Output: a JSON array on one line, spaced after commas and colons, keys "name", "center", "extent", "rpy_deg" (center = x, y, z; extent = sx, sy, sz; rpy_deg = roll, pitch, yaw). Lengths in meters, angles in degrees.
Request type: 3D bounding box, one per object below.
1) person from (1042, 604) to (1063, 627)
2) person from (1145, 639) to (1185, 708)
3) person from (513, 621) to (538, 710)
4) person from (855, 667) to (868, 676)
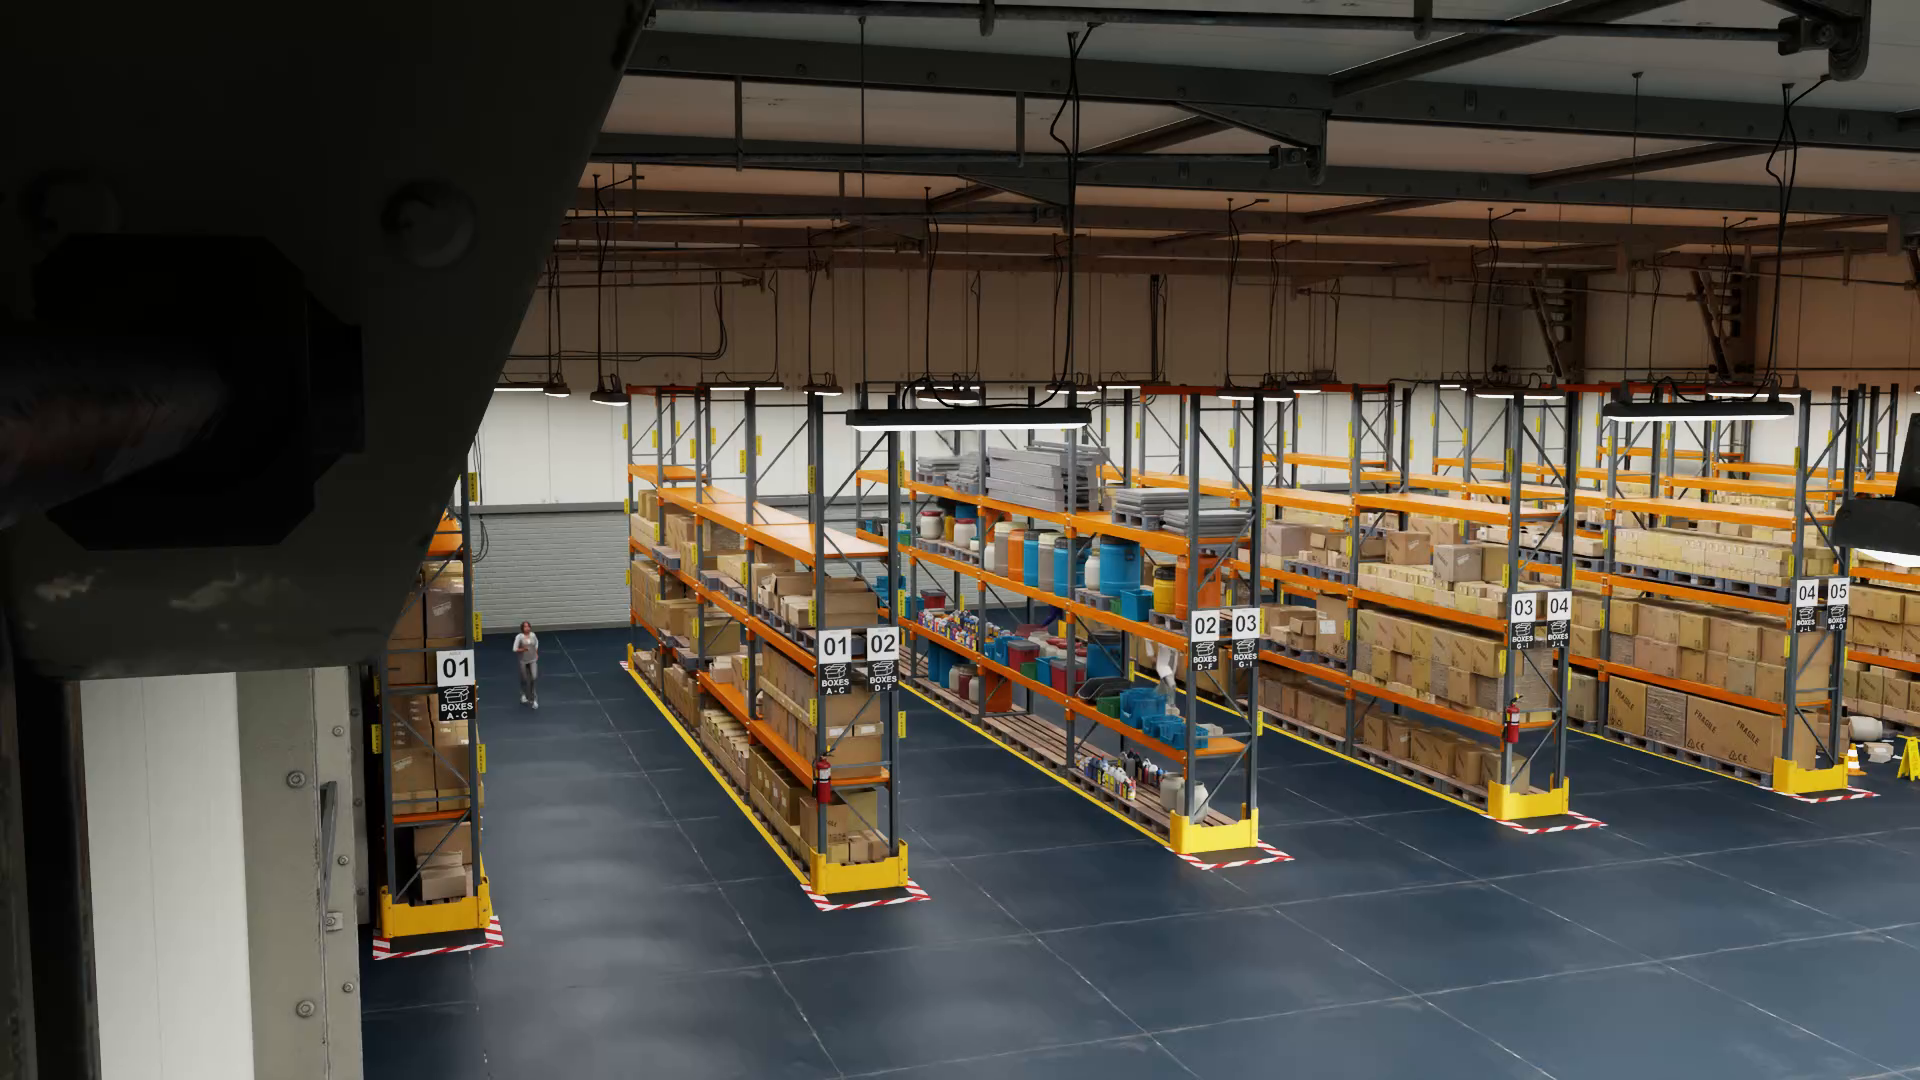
[{"name": "person", "center": [2.316, 1.473, 39.502], "extent": [1.027, 1.575, 0.557], "rpy_deg": [-1, 6, -12]}, {"name": "person", "center": [3.712, 2.358, 30.188], "extent": [0.683, 1.795, 1.036], "rpy_deg": [-3, 7, -30]}, {"name": "person", "center": [-8.109, 2.315, 31.114], "extent": [0.525, 1.635, 0.730], "rpy_deg": [-3, 7, -27]}, {"name": "person", "center": [-1.709, 2.477, 29.341], "extent": [0.561, 1.662, 0.562], "rpy_deg": [-2, 6, -18]}]
